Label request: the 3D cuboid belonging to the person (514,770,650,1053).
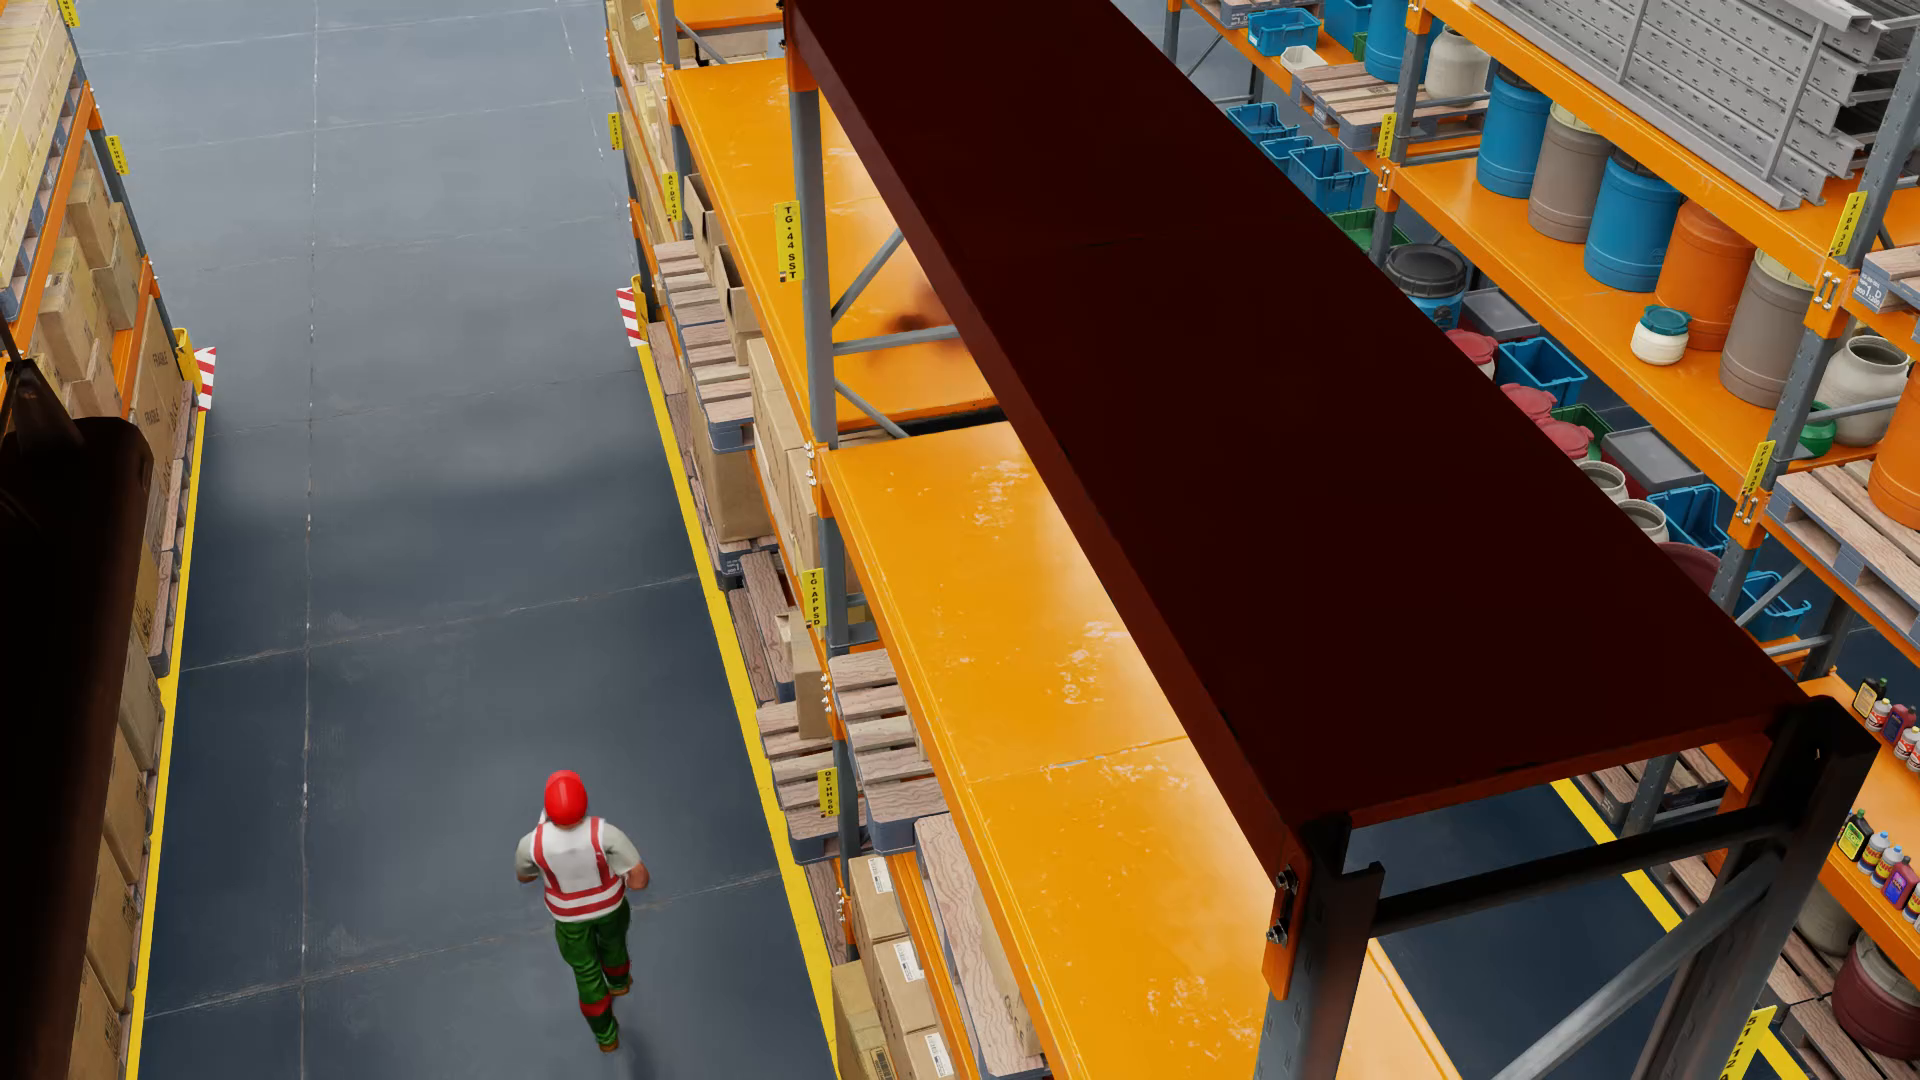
[{"bbox_3d":[-1.913,1.879,8.579,0.631,1.900,0.710,-12,40,-14],"label":"person"}]
